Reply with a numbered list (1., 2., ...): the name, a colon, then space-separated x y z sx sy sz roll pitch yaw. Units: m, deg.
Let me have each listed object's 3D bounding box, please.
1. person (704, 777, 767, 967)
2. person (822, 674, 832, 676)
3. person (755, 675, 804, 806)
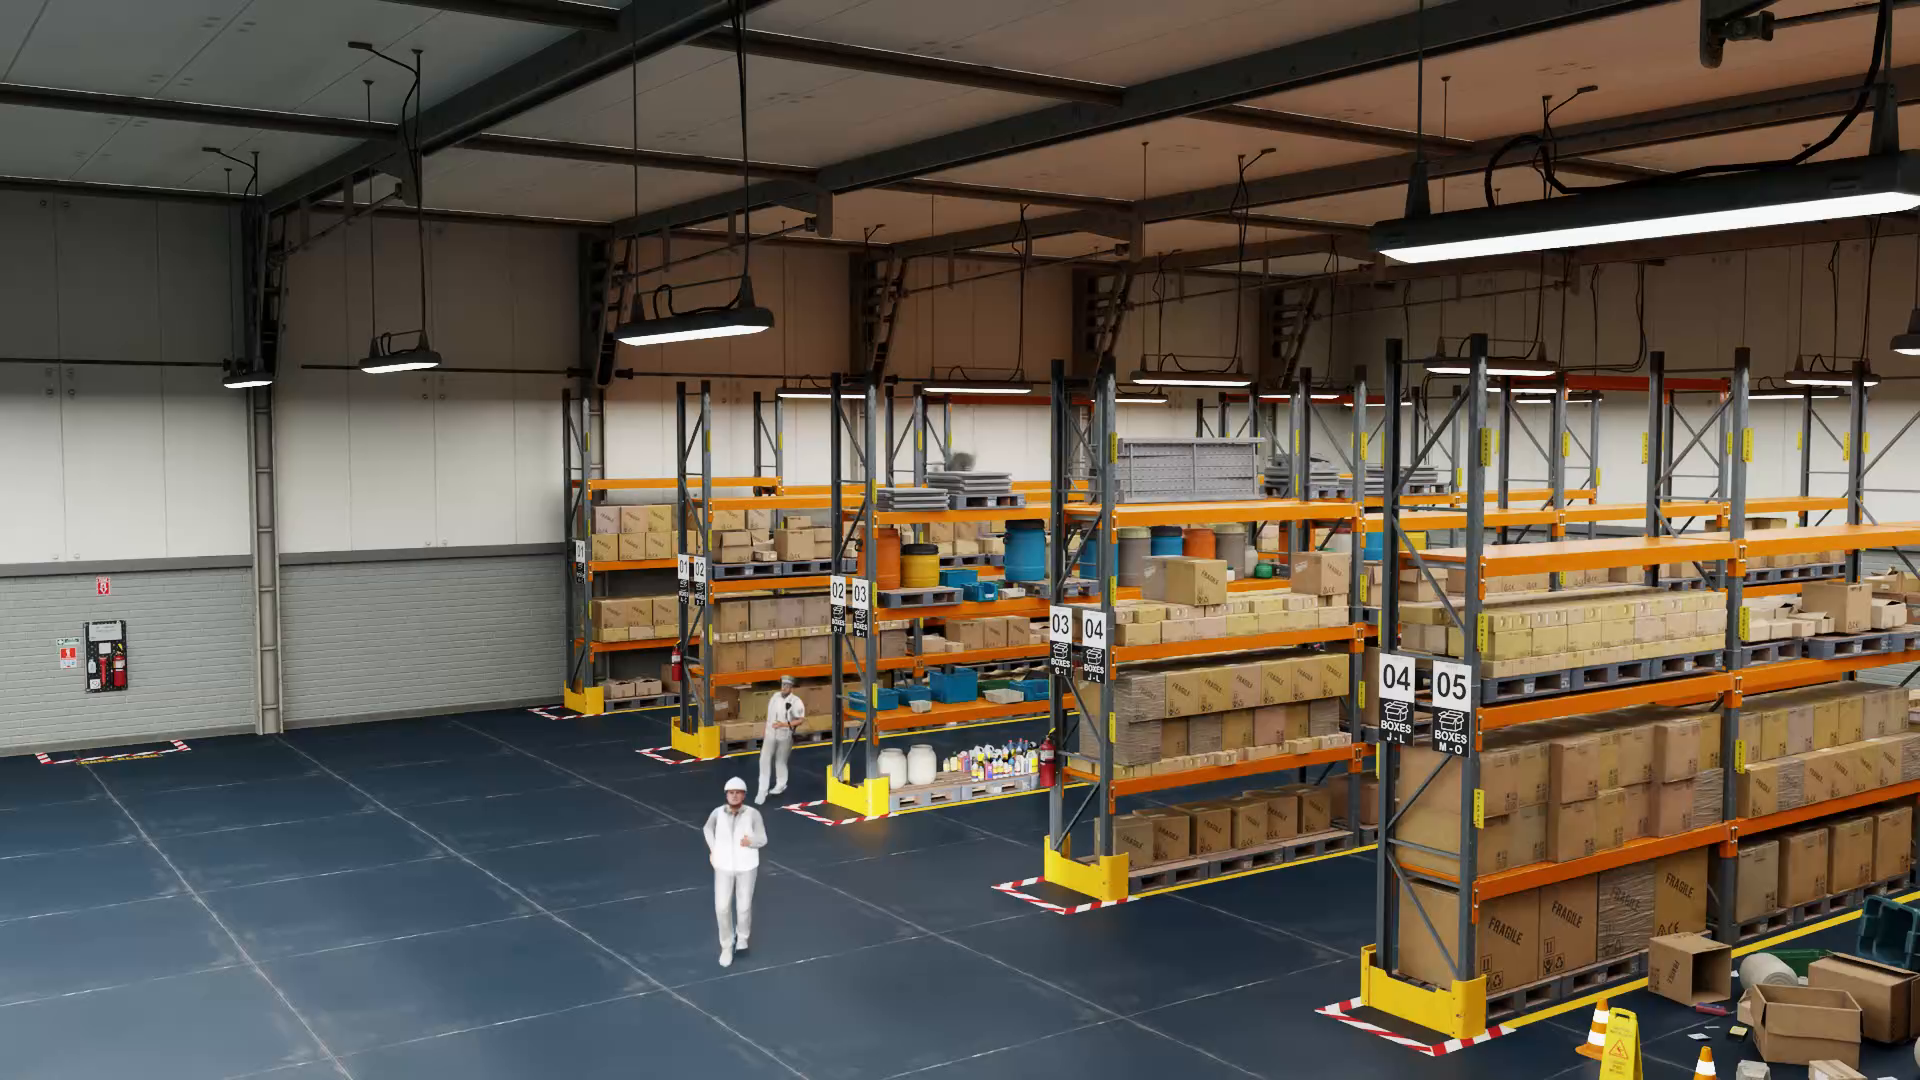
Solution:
1. person: -2.208 3.239 16.301 0.631 1.824 0.715 0 4 -5
2. person: -2.318 2.386 30.500 0.669 1.670 0.556 -3 5 -41
3. person: -2.512 2.783 23.377 0.663 1.785 0.801 1 4 15
